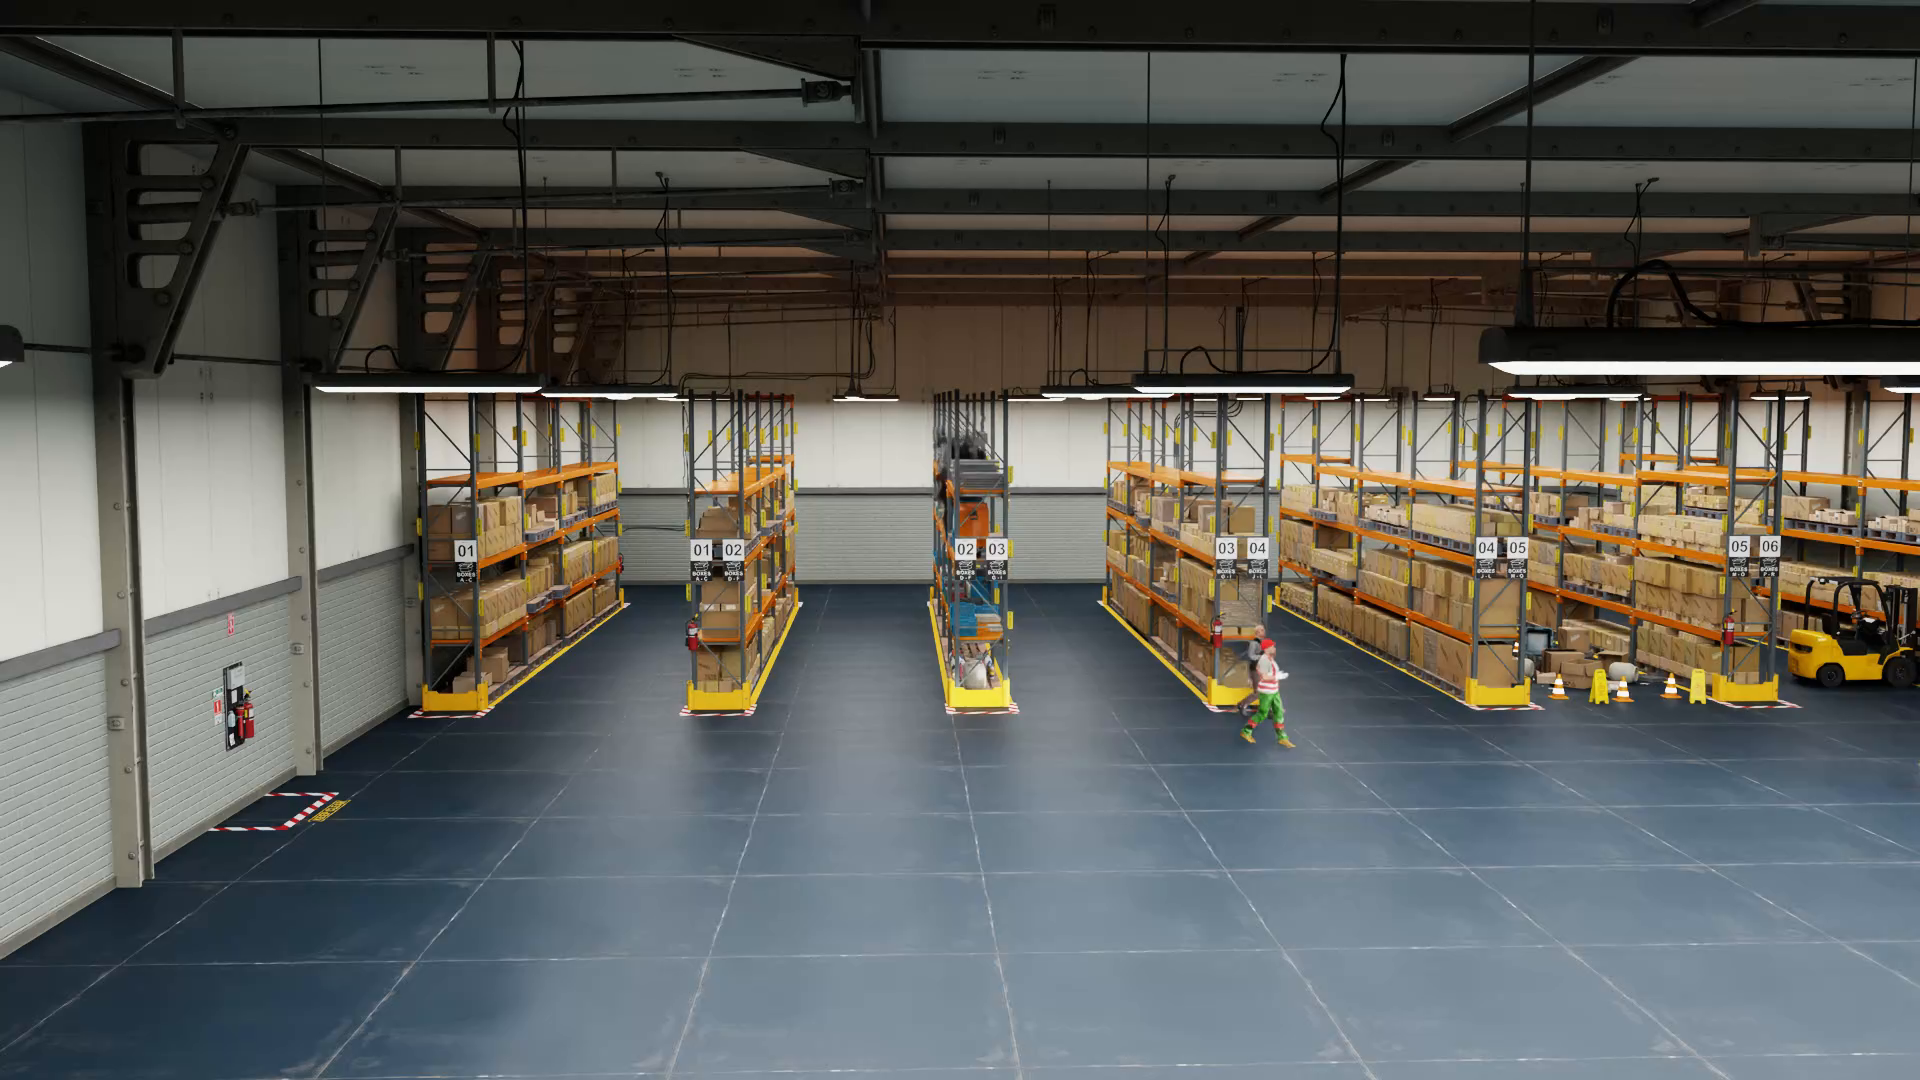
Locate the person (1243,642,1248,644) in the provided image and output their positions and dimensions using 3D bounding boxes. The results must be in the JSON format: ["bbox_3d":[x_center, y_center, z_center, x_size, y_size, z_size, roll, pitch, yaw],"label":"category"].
[{"bbox_3d":[6.792,1.655,40.110,0.607,1.648,0.841,-1,5,-7],"label":"person"}]

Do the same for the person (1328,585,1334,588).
[{"bbox_3d":[11.138,0.817,49.202,0.880,1.826,0.653,0,5,-3],"label":"person"}]

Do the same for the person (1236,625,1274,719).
[{"bbox_3d":[5.423,2.406,30.077,0.836,1.738,0.666,4,6,38],"label":"person"}]

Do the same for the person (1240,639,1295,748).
[{"bbox_3d":[5.122,2.547,27.675,0.920,1.809,0.648,2,5,25],"label":"person"}]
